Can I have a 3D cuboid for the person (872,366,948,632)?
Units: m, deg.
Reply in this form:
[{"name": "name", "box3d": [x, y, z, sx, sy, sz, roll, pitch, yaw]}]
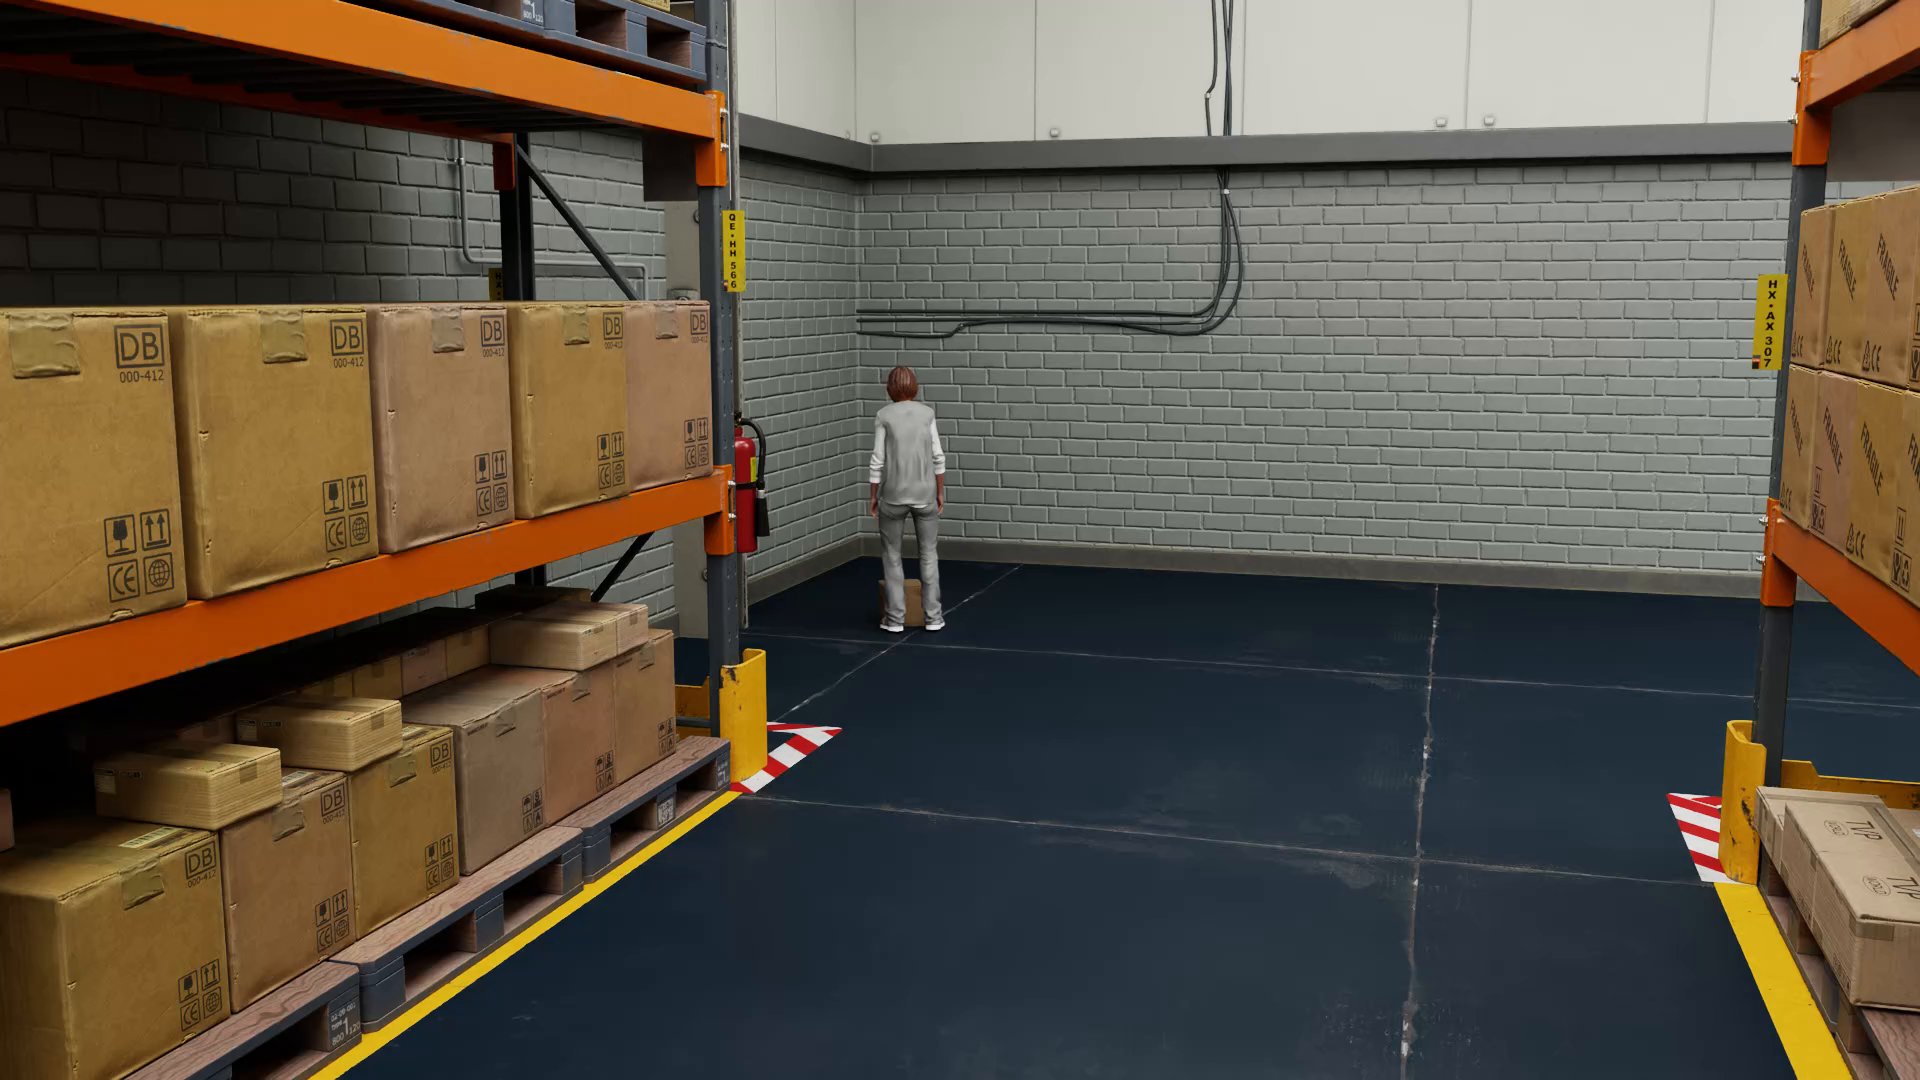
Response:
[{"name": "person", "box3d": [-0.301, -0.233, 9.969, 0.460, 1.580, 0.347, -1, 9, -10]}]
